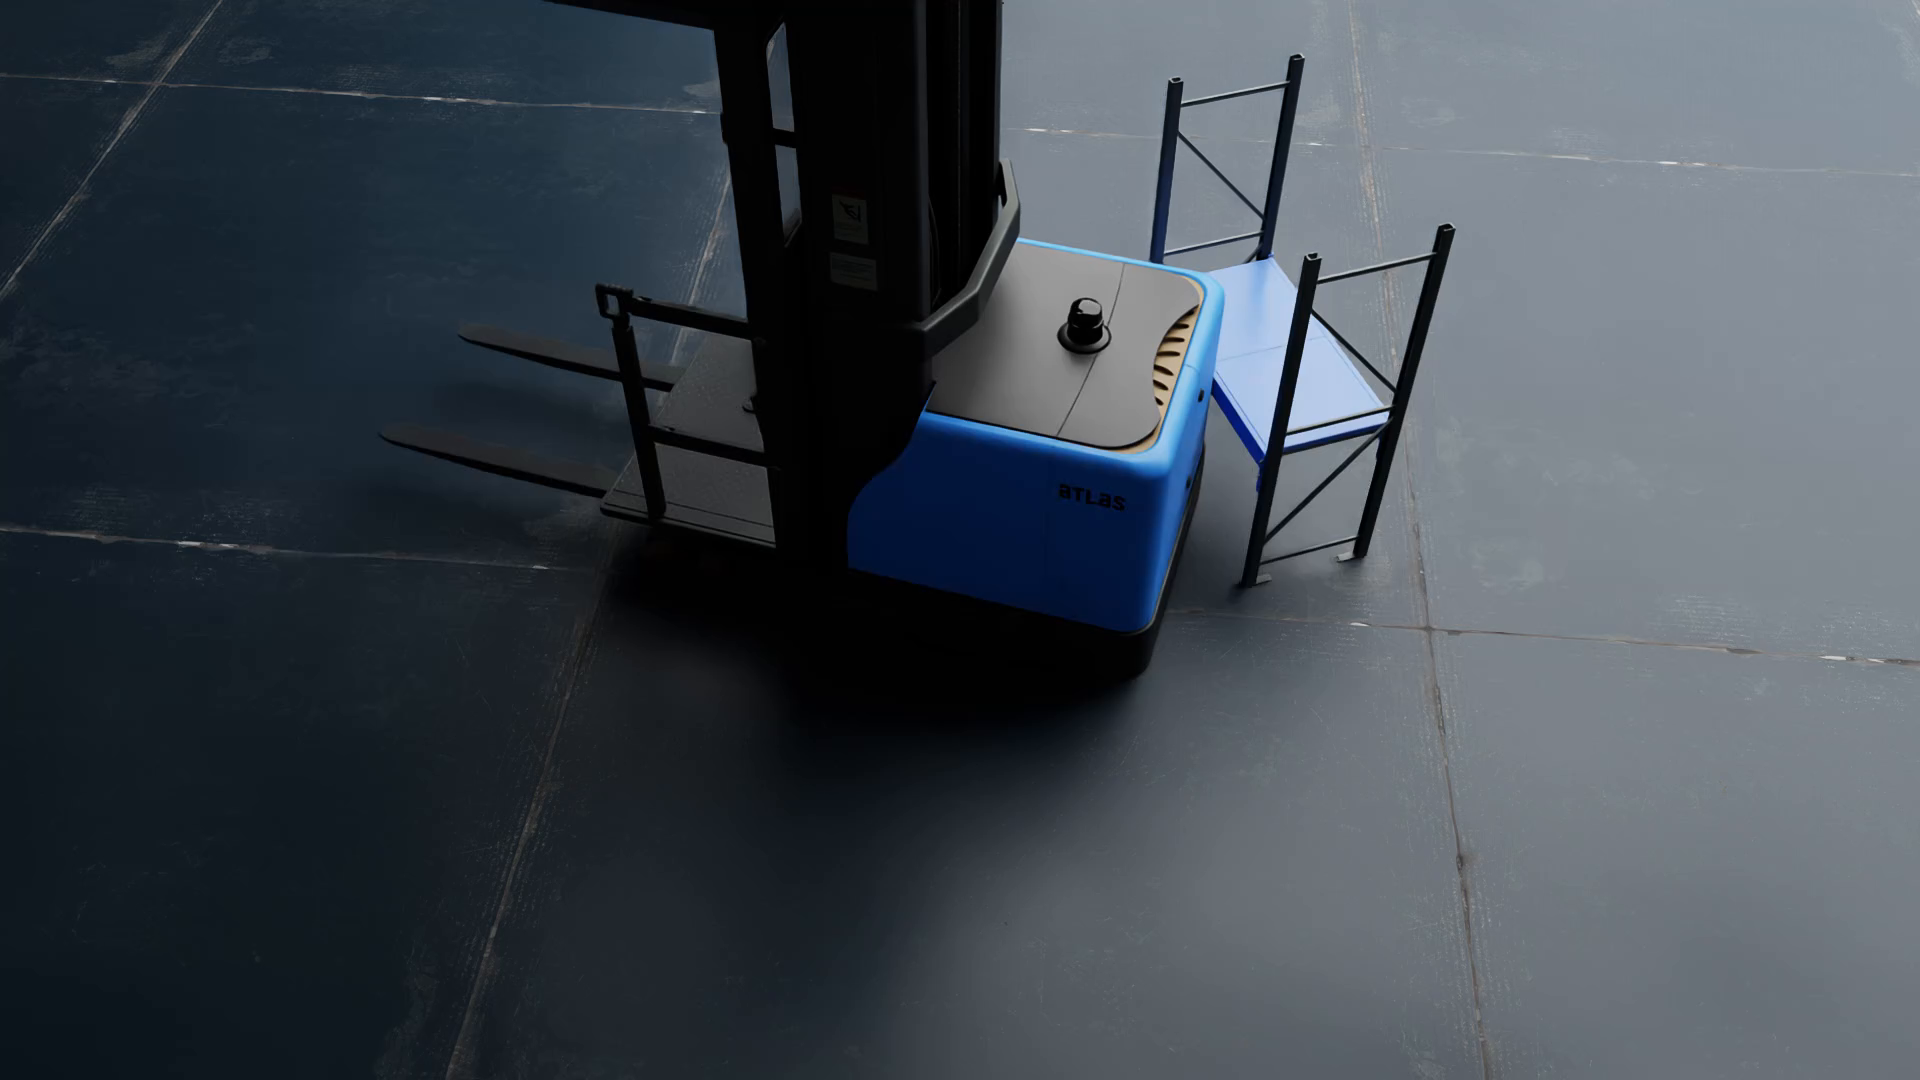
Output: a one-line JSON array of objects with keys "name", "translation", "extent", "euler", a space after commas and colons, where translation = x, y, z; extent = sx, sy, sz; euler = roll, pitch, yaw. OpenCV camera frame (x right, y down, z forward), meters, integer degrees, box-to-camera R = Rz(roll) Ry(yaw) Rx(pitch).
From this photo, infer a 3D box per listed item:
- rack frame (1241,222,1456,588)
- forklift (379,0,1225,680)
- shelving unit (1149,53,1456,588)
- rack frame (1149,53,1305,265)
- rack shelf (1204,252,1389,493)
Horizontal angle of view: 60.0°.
[{"name": "rack frame", "translation": [1.276, -0.401, 5.599], "extent": [0.500, 1.500, 0.032], "euler": [-14, 49, -13]}, {"name": "forklift", "translation": [-0.666, -1.142, 5.308], "extent": [3.031, 2.935, 1.130], "euler": [13, 49, 12]}, {"name": "shelving unit", "translation": [1.112, -0.756, 5.924], "extent": [0.538, 1.500, 1.048], "euler": [-14, 49, -13]}, {"name": "rack frame", "translation": [0.949, -1.111, 6.249], "extent": [0.500, 1.500, 0.032], "euler": [-14, 49, -13]}, {"name": "rack shelf", "translation": [1.112, -0.634, 6.057], "extent": [0.538, 0.185, 1.000], "euler": [-14, 49, -13]}]
